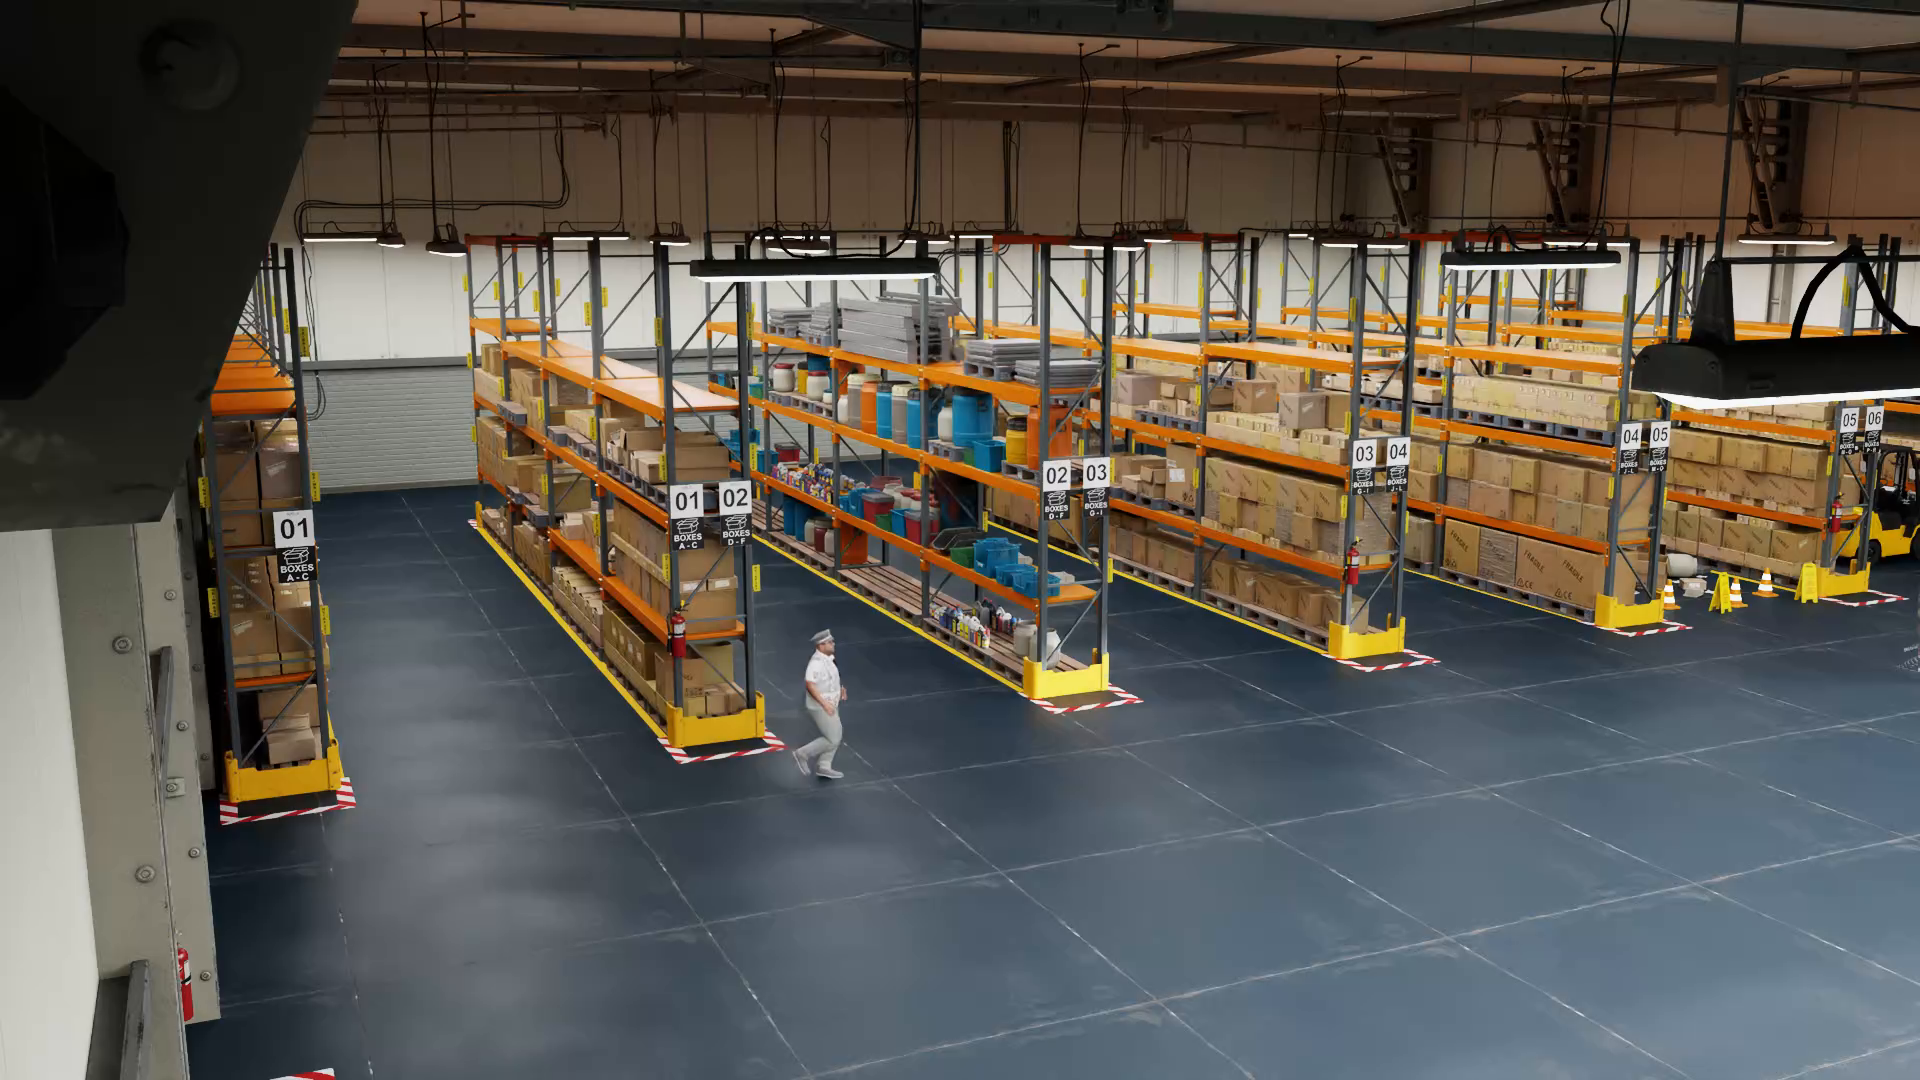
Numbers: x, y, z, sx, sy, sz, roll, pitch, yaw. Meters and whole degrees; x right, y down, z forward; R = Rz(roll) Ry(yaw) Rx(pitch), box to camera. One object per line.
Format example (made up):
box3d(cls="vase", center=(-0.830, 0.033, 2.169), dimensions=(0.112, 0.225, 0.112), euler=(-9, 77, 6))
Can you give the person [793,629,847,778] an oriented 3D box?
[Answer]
box3d(cls="person", center=(-1.603, 1.865, 18.973), dimensions=(0.598, 1.760, 0.683), euler=(1, 11, 3))
